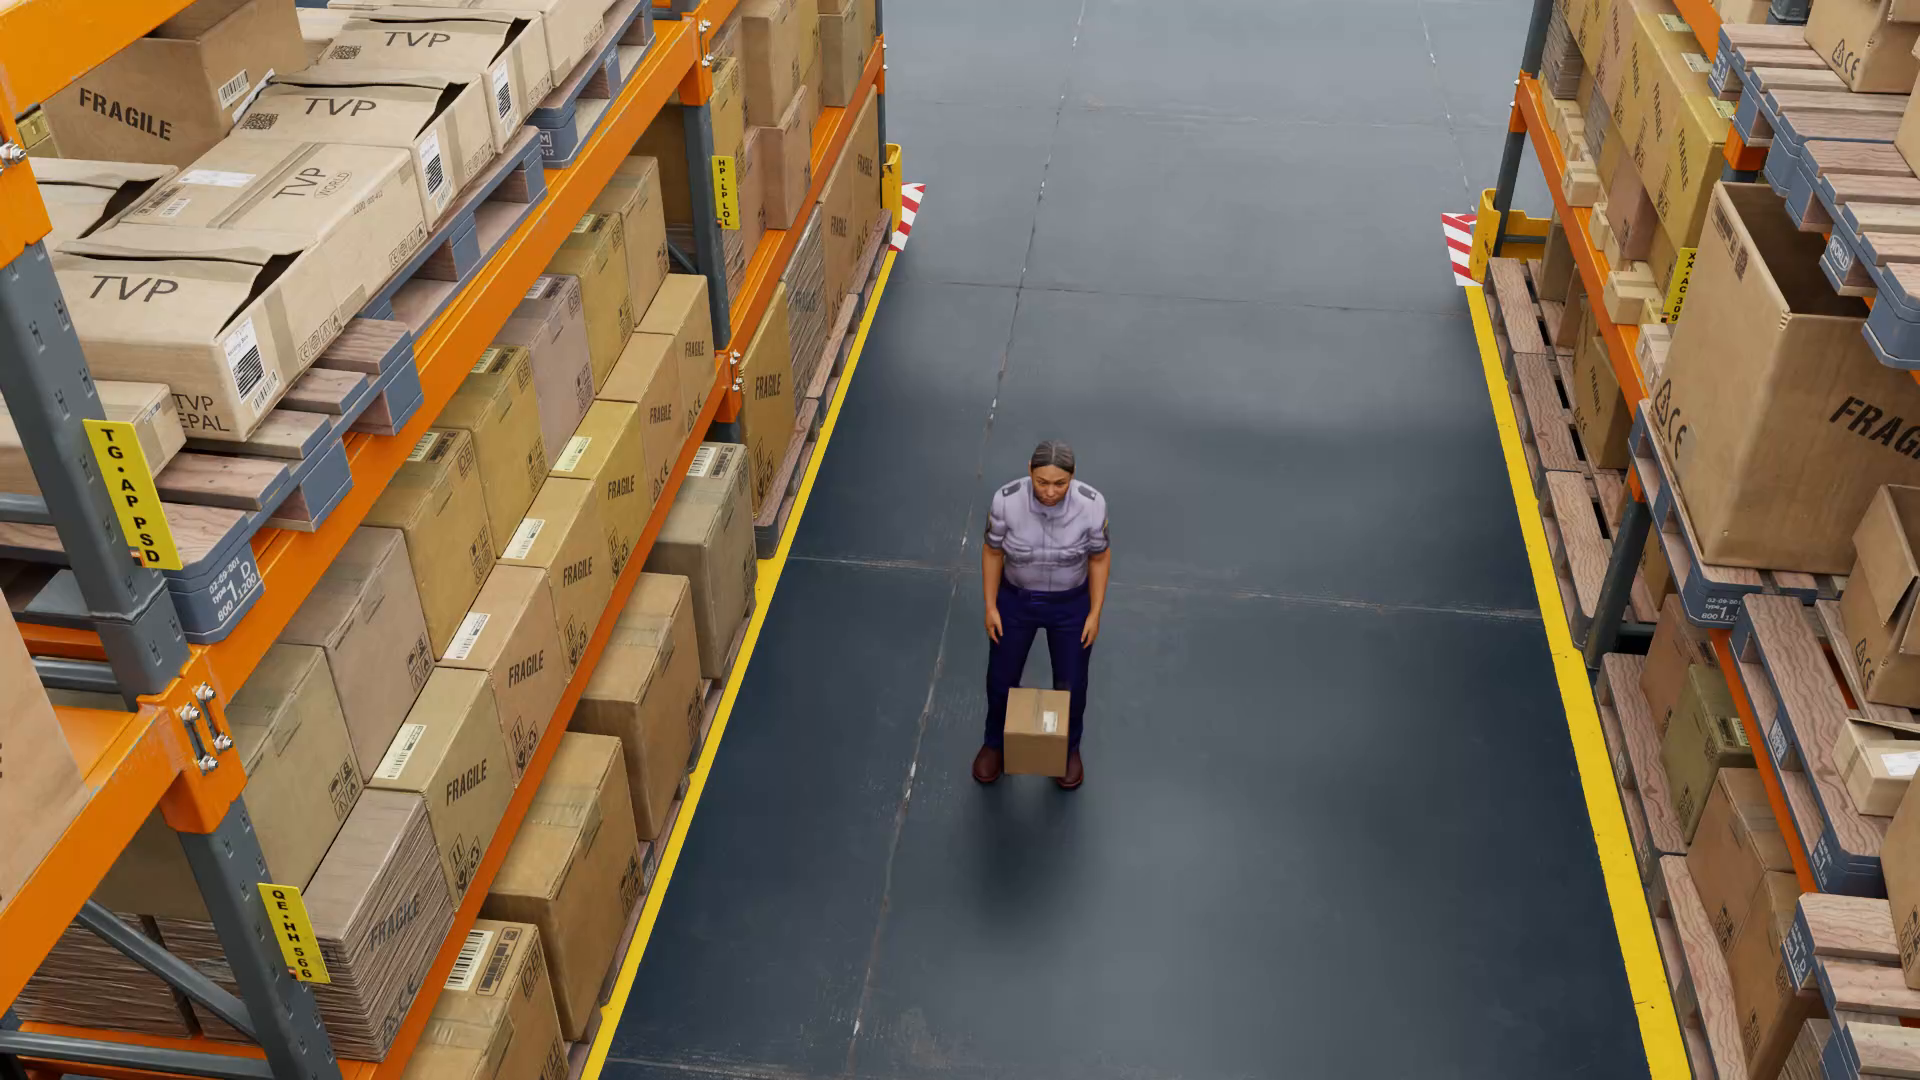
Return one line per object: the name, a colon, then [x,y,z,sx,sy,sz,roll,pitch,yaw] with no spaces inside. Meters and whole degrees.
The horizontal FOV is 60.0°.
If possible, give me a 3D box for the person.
person: [0.327,0.274,6.671,0.530,1.654,0.368,3,36,5]
